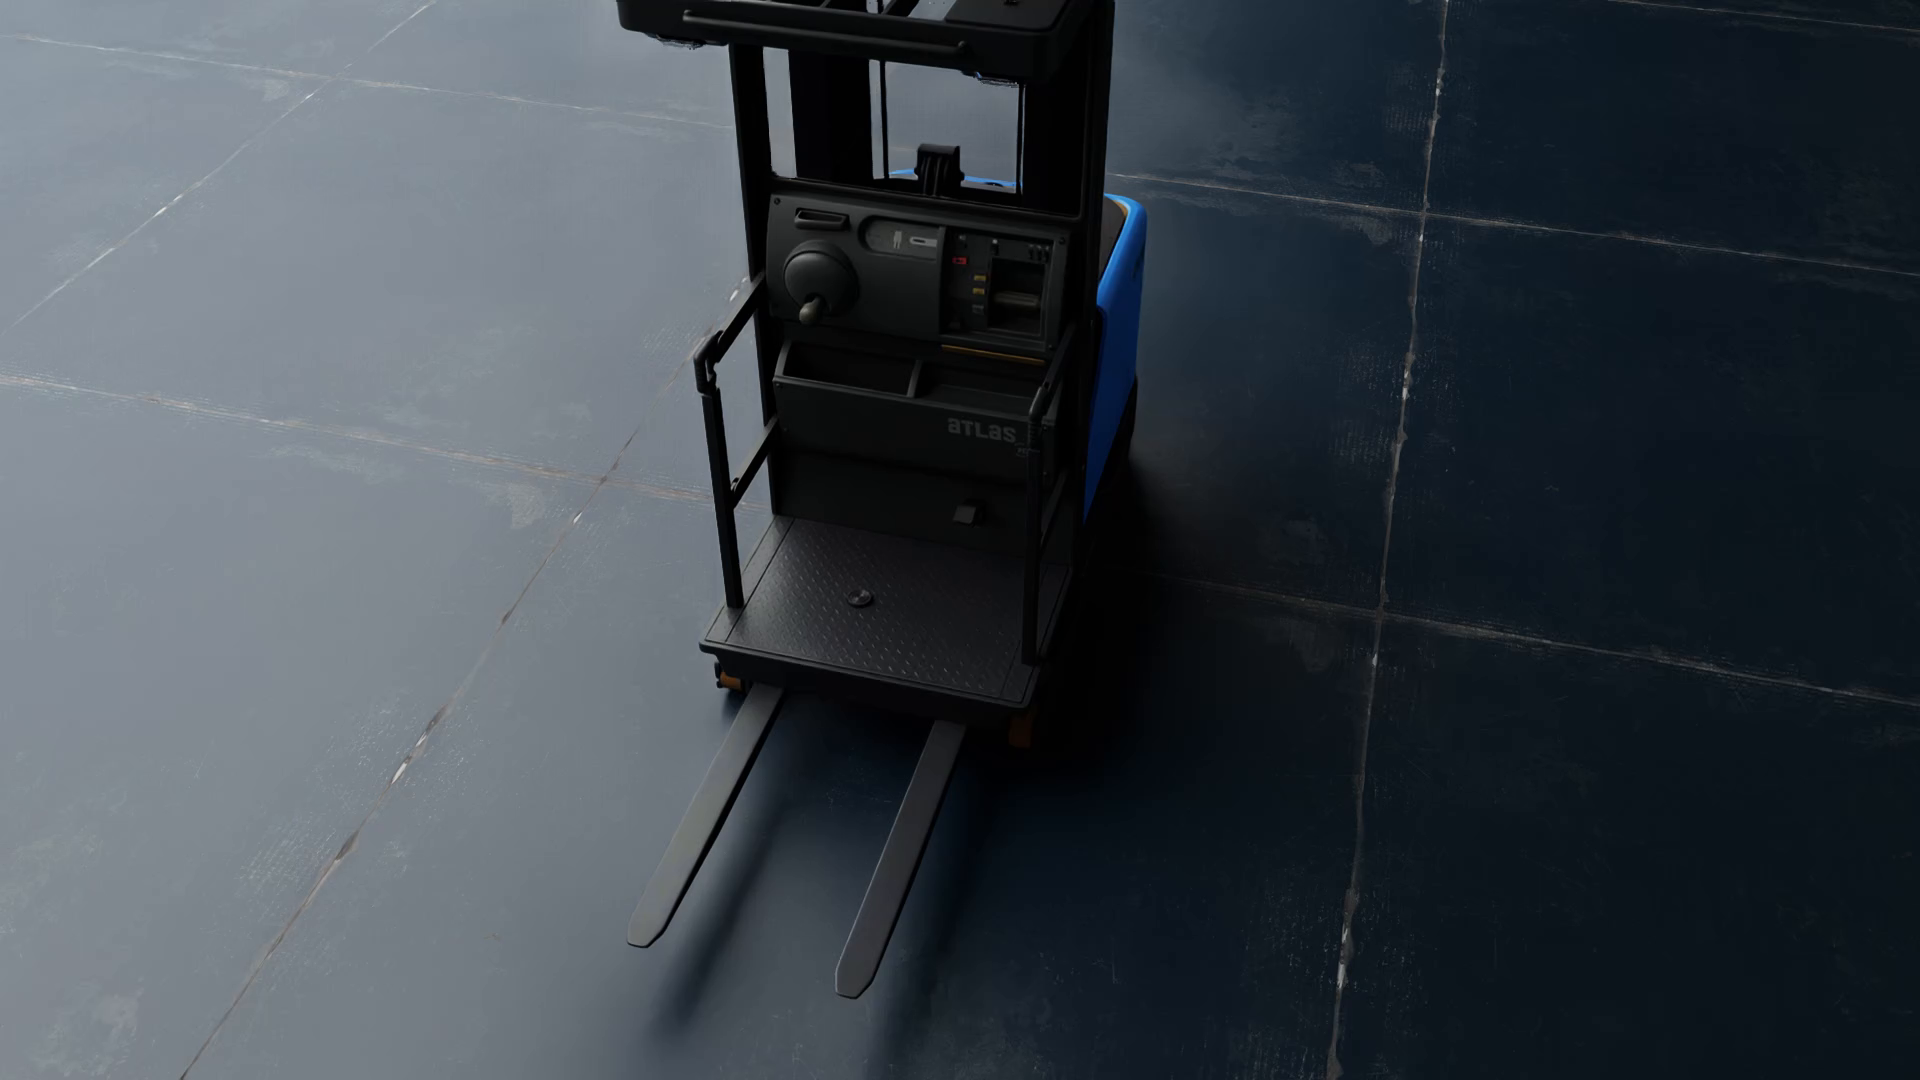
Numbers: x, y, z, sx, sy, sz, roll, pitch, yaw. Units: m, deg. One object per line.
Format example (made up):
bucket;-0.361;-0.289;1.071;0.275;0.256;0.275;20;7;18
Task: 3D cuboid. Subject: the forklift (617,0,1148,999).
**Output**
forklift;-0.190;-0.721;4.829;1.130;2.935;3.031;10;41;12
